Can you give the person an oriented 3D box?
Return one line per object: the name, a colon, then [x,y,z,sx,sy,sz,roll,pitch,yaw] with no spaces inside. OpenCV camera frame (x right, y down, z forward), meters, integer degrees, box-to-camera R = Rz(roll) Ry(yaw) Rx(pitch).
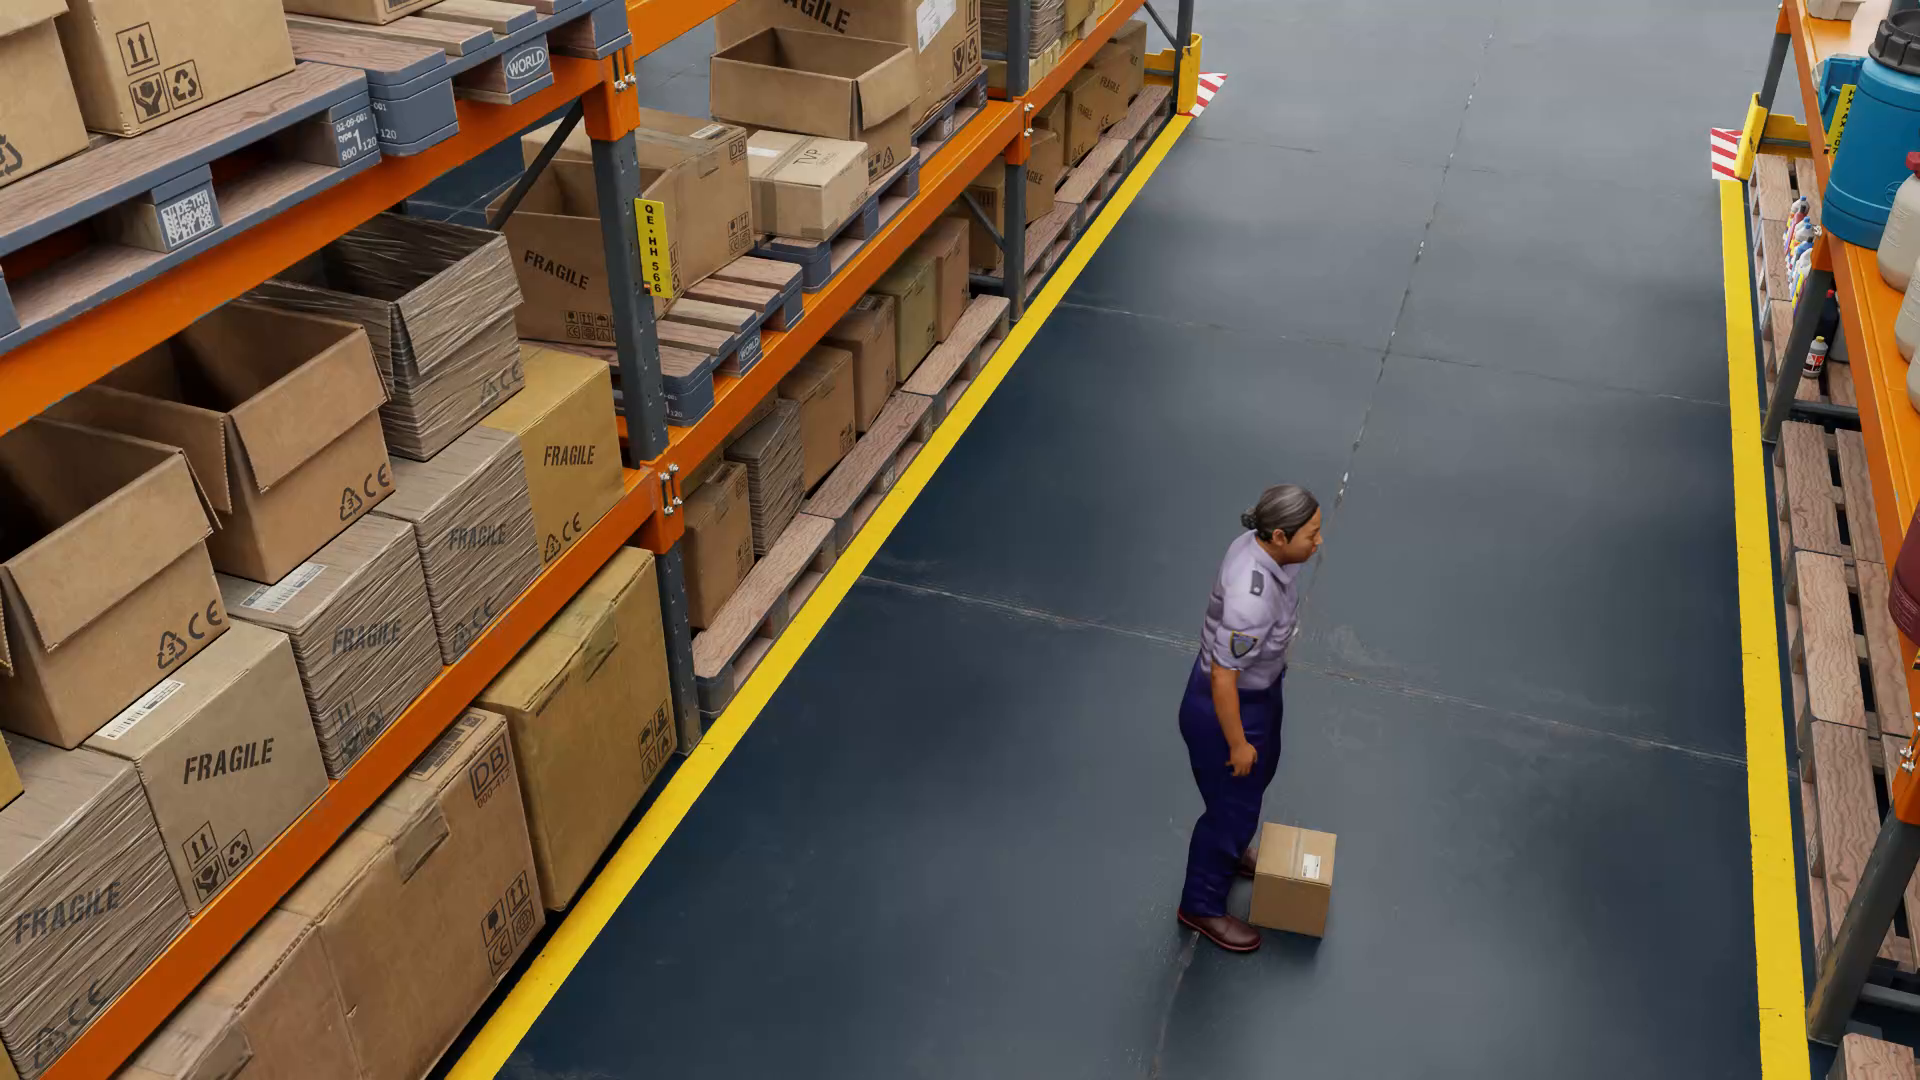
person: [0.906,0.532,5.342,0.369,1.652,0.540,11,35,17]
